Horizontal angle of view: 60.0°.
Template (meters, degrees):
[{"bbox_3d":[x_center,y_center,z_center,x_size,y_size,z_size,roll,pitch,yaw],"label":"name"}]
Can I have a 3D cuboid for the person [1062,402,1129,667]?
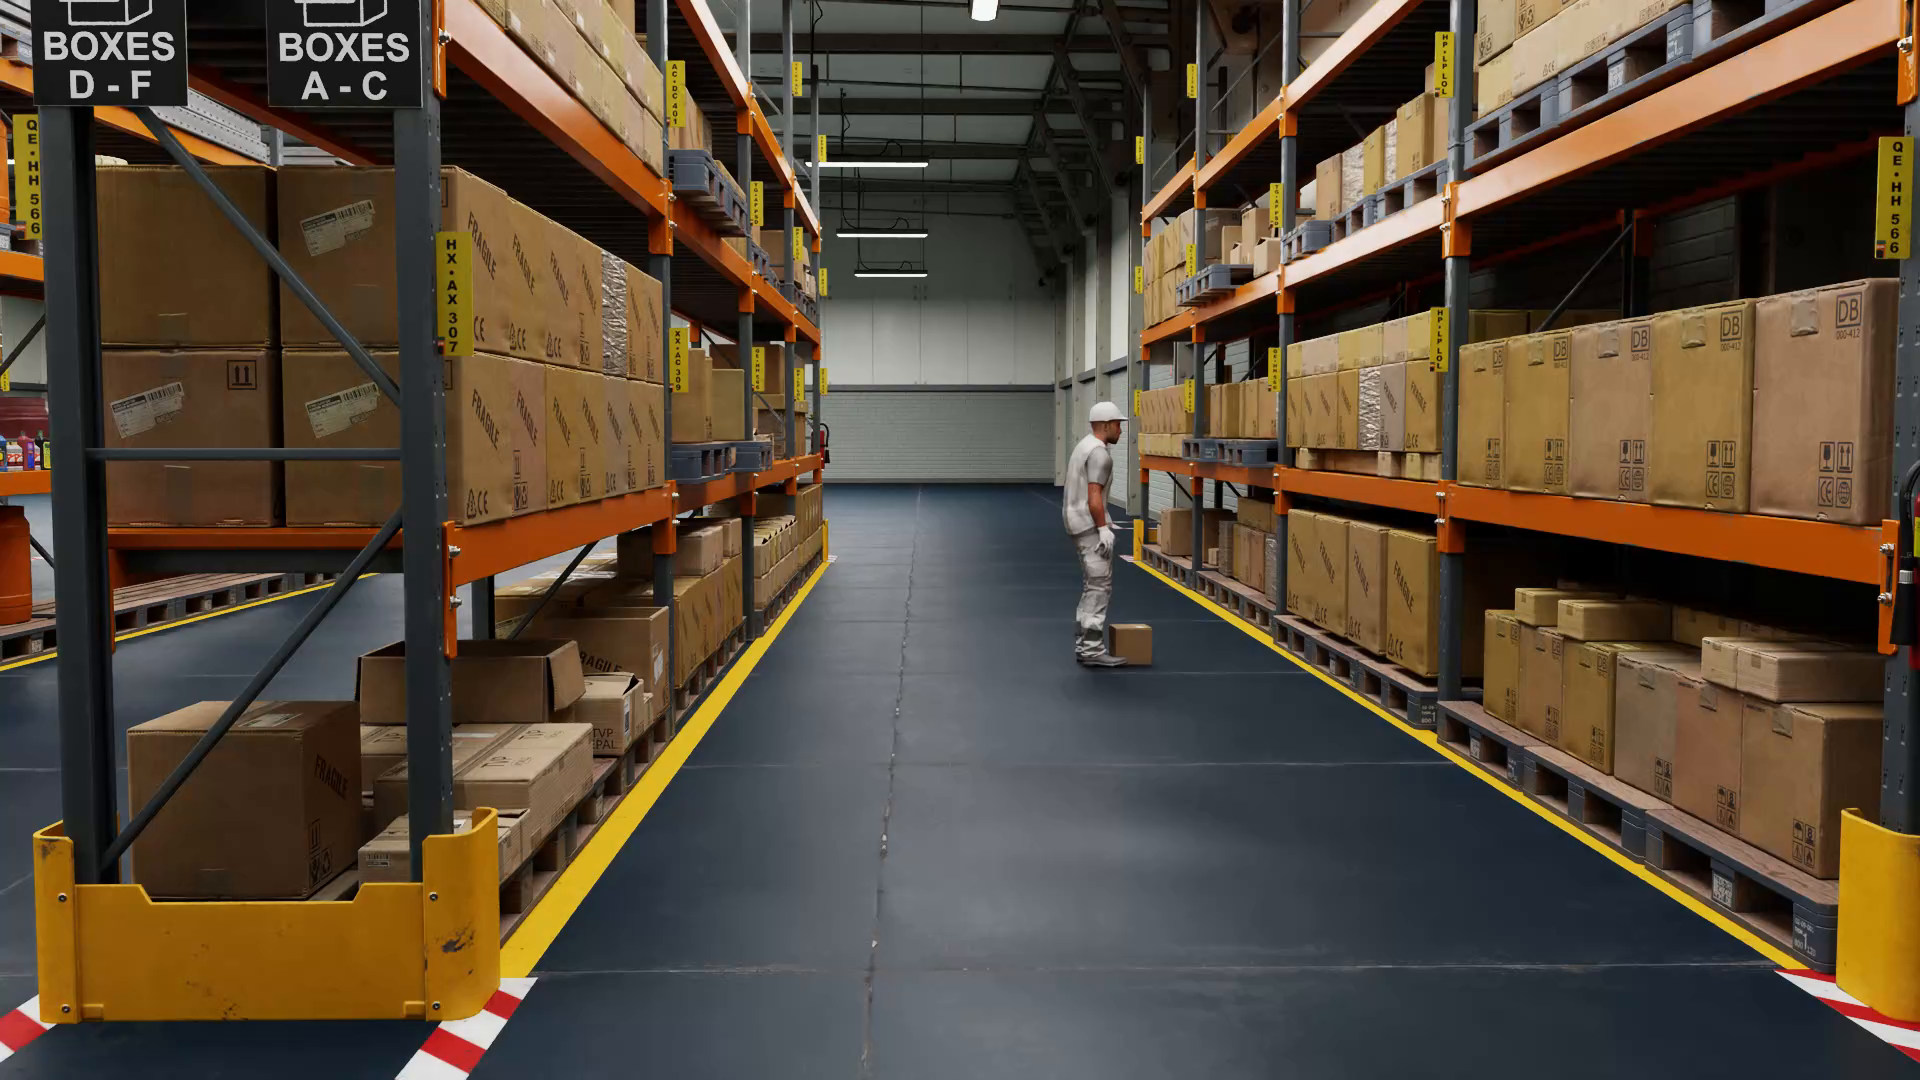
[{"bbox_3d":[0.932,-0.048,11.312,0.451,1.778,0.612,0,4,-5],"label":"person"}]
